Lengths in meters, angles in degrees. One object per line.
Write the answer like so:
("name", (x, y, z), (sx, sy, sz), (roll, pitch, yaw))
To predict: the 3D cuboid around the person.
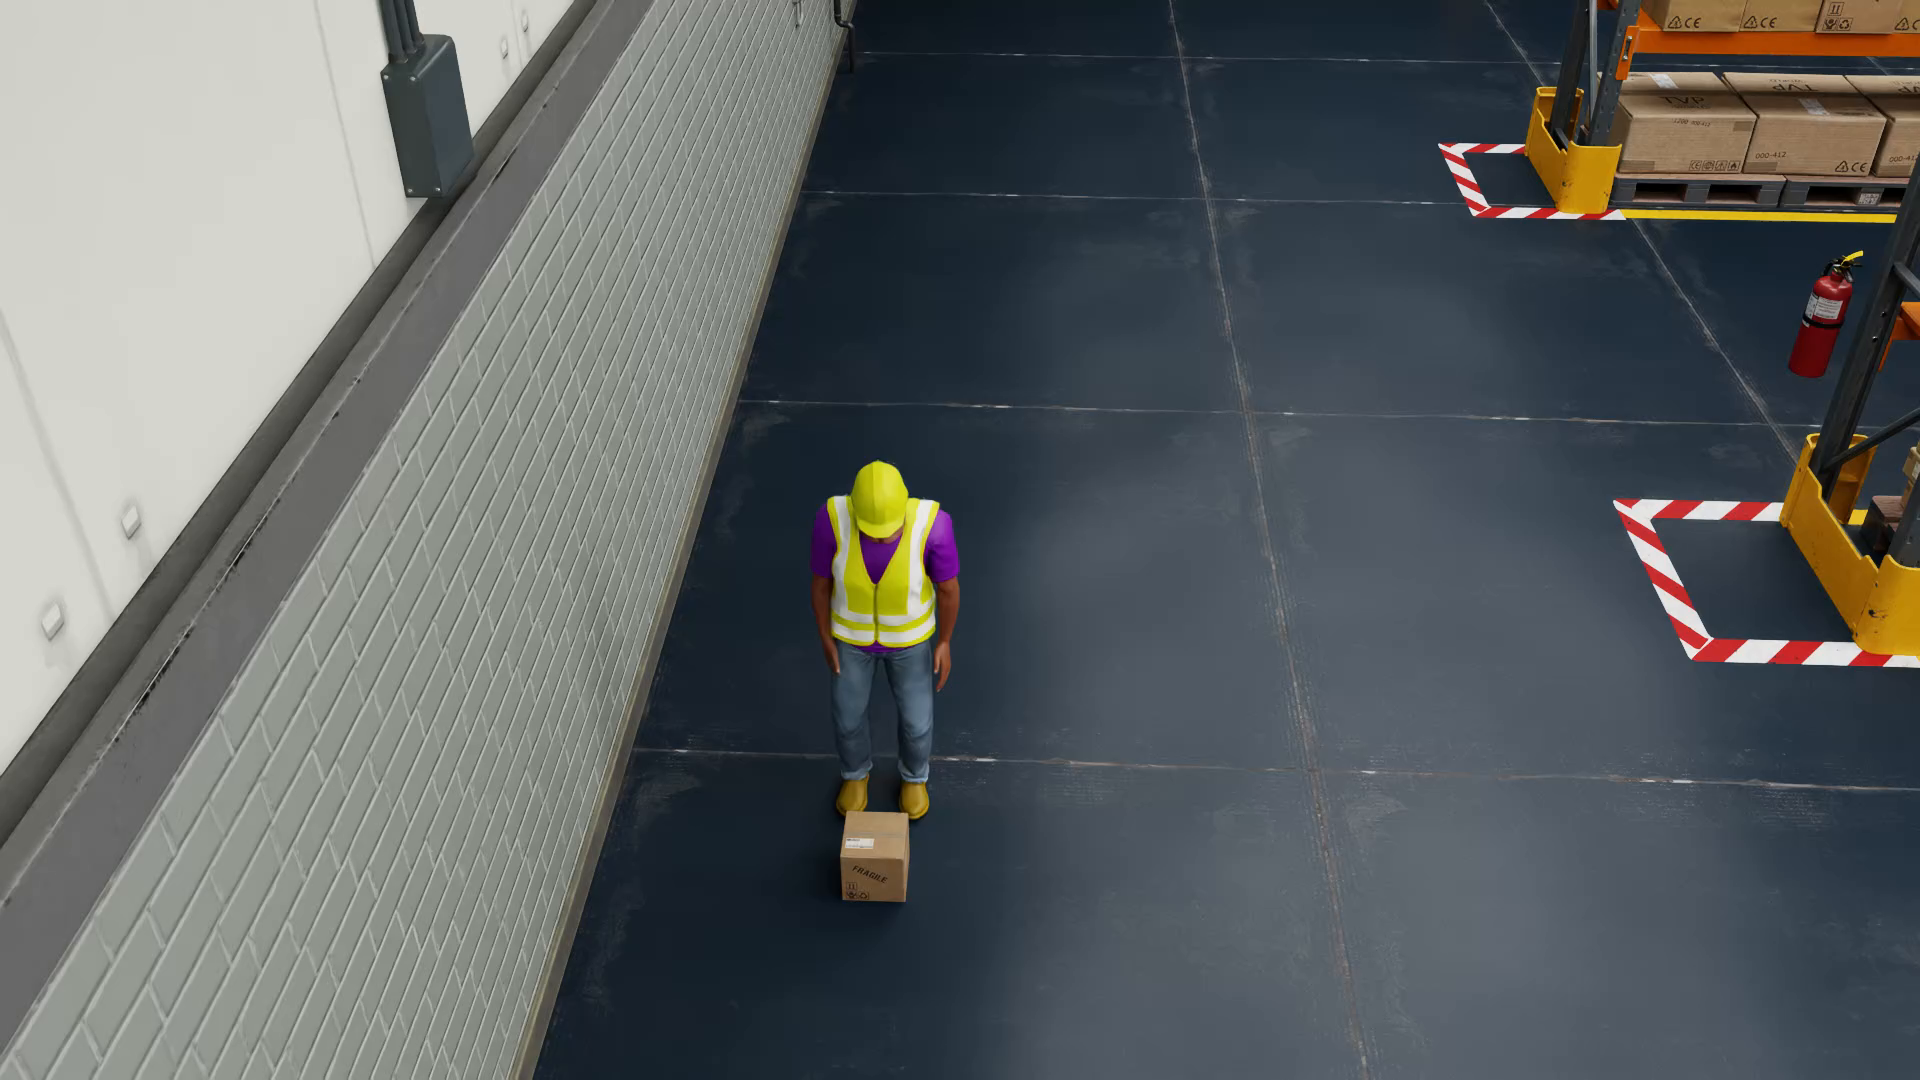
("person", (-0.294, 0.391, 6.585), (0.588, 1.725, 0.437), (2, 36, 3))
